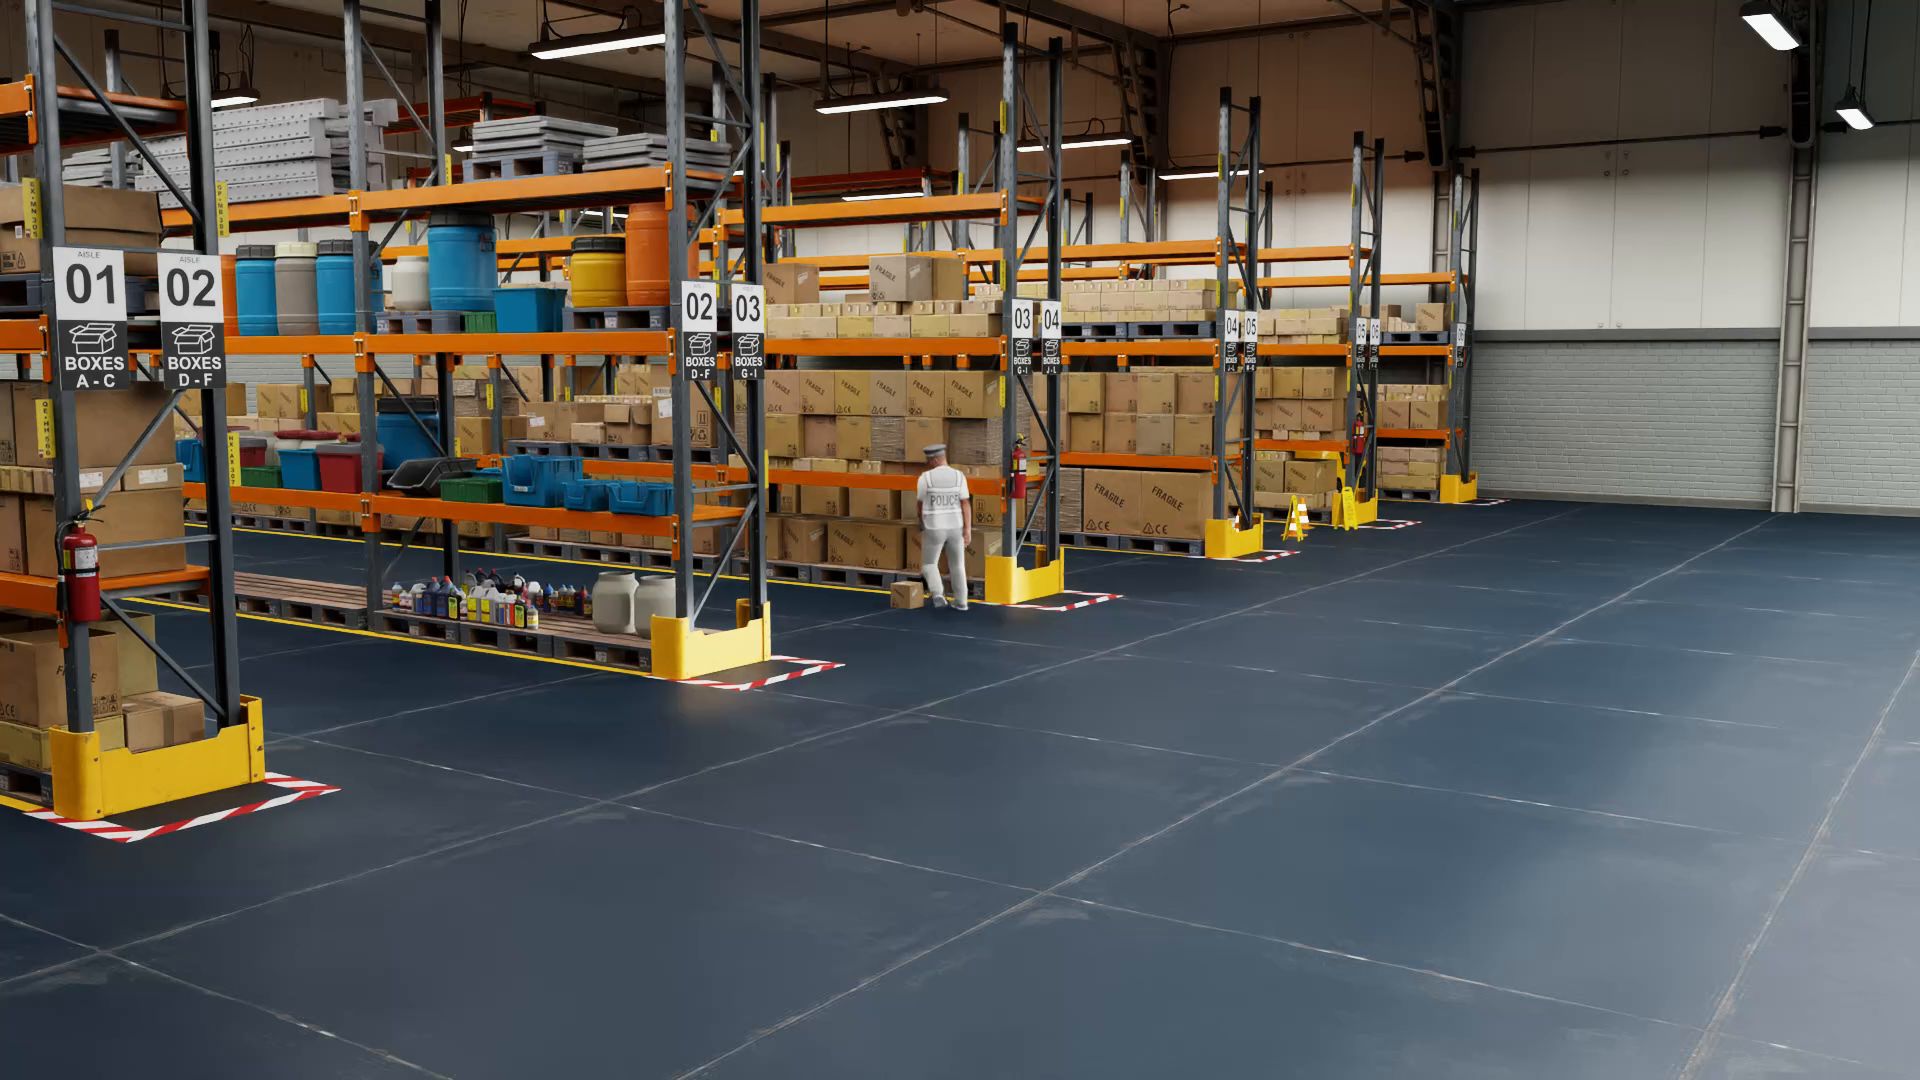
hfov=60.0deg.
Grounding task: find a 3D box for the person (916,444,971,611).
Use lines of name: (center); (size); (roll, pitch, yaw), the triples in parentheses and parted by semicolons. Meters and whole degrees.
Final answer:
person: (-0.154, -0.111, 16.779); (0.587, 1.708, 0.763); (-2, 7, -18)
